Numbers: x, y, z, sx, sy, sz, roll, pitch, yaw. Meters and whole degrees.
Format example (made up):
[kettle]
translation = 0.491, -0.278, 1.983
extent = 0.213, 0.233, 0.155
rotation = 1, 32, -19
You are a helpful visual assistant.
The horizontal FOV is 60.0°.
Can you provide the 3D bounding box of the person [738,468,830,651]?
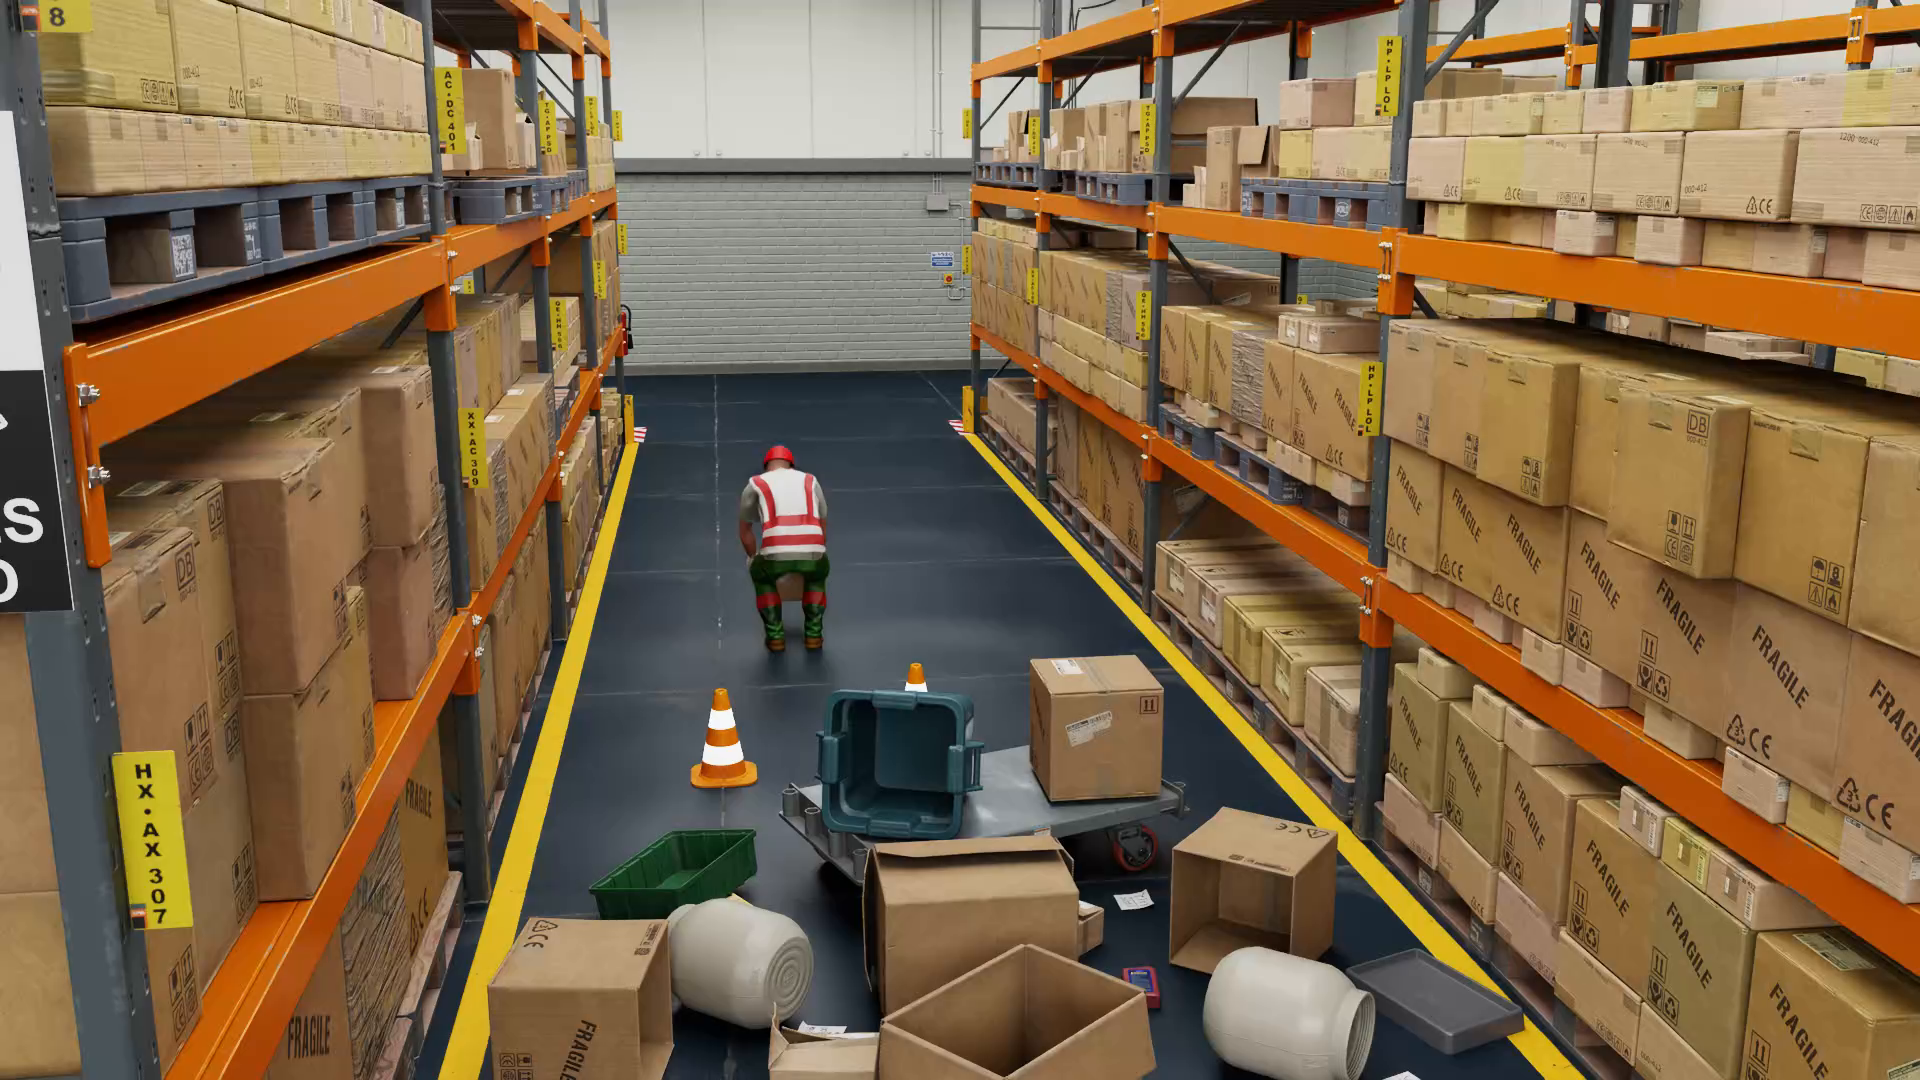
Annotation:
[person]
translation = -1.143, 0.121, 10.838
extent = 0.586, 1.145, 0.767
rotation = -2, 13, -8
